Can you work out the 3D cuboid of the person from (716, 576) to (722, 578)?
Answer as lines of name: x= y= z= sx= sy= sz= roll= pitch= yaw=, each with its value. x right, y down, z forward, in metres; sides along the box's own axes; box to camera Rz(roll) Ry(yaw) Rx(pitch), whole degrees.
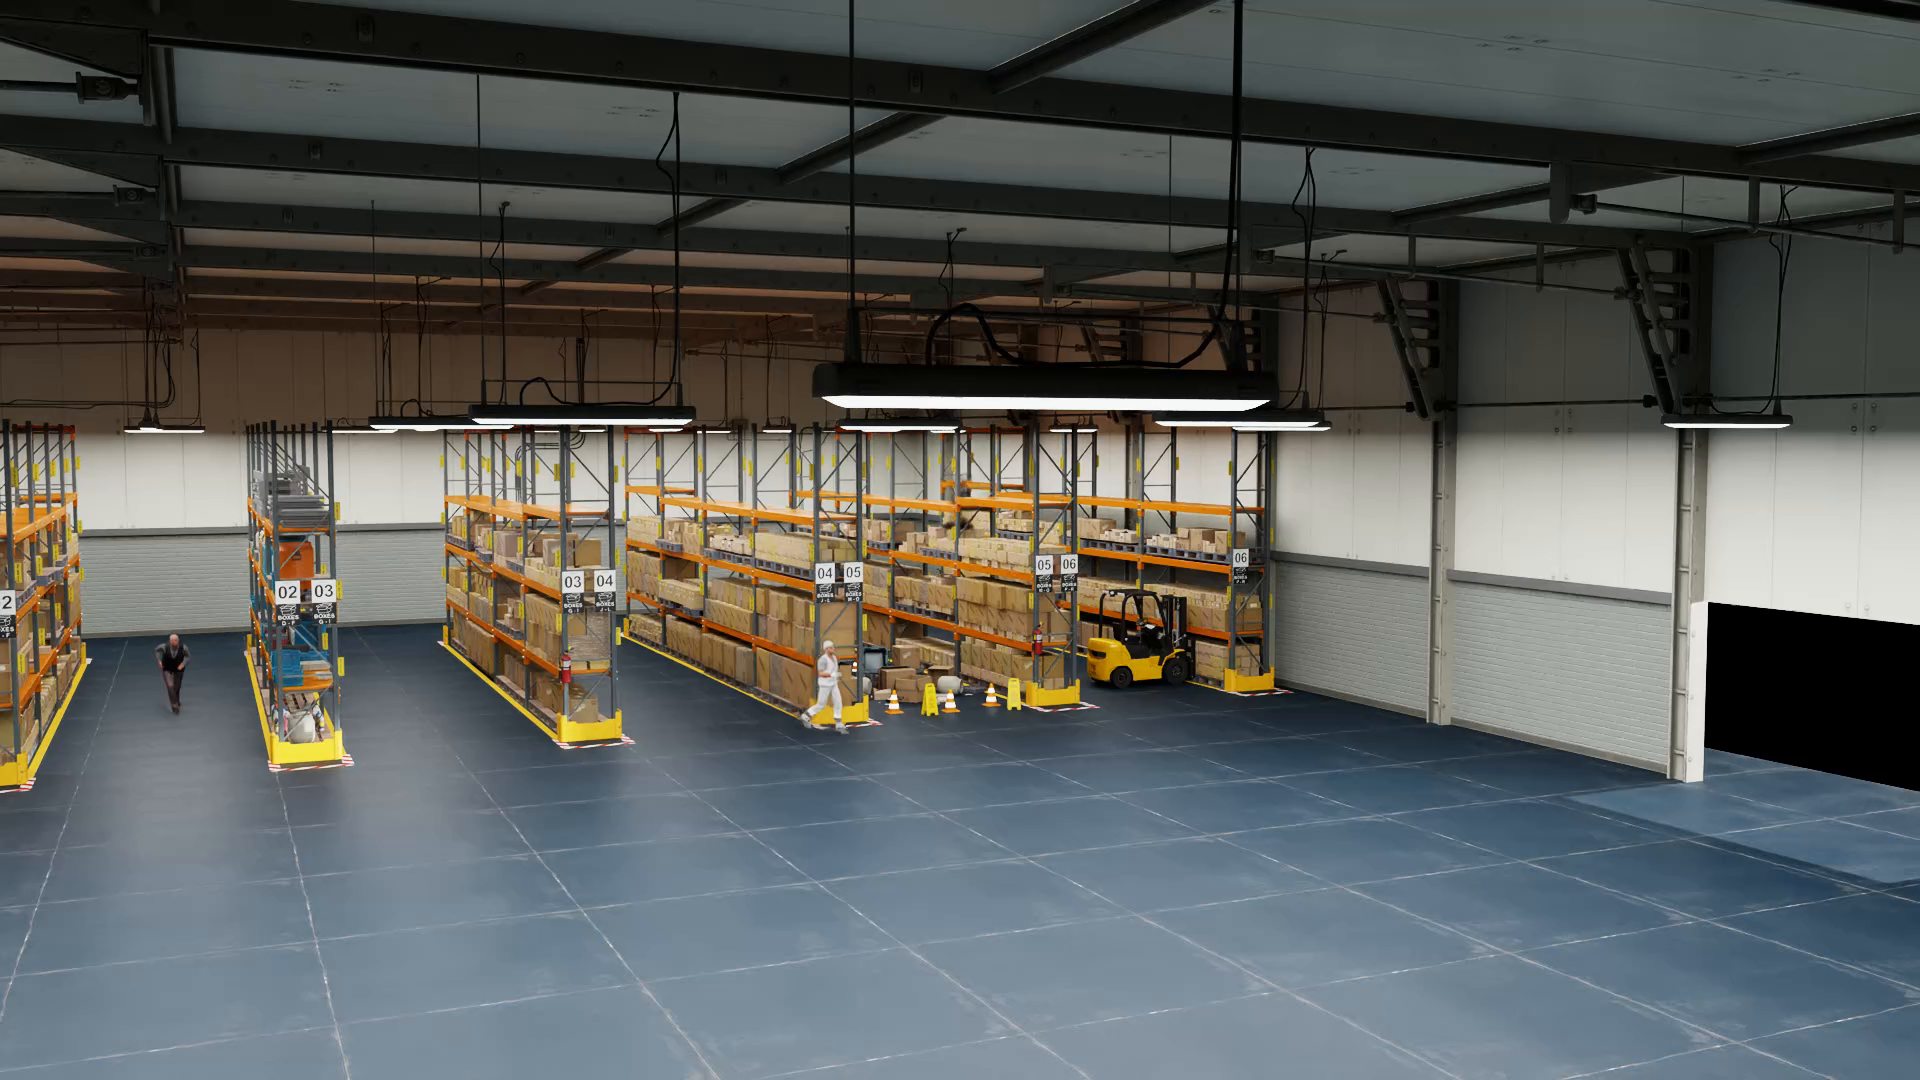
person: x=-7.107 y=1.823 z=50.451 sx=0.824 sy=1.504 sz=0.590 roll=-2 pitch=4 yaw=-34

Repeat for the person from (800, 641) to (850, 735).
person: x=-2.578 y=2.823 z=31.980 sx=1.002 sy=1.799 sz=0.671 roll=2 pitch=4 yaw=29

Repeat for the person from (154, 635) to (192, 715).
person: x=-16.349 y=2.765 z=34.564 sx=0.696 sy=1.676 sz=1.007 roll=-2 pitch=4 yaw=-25
